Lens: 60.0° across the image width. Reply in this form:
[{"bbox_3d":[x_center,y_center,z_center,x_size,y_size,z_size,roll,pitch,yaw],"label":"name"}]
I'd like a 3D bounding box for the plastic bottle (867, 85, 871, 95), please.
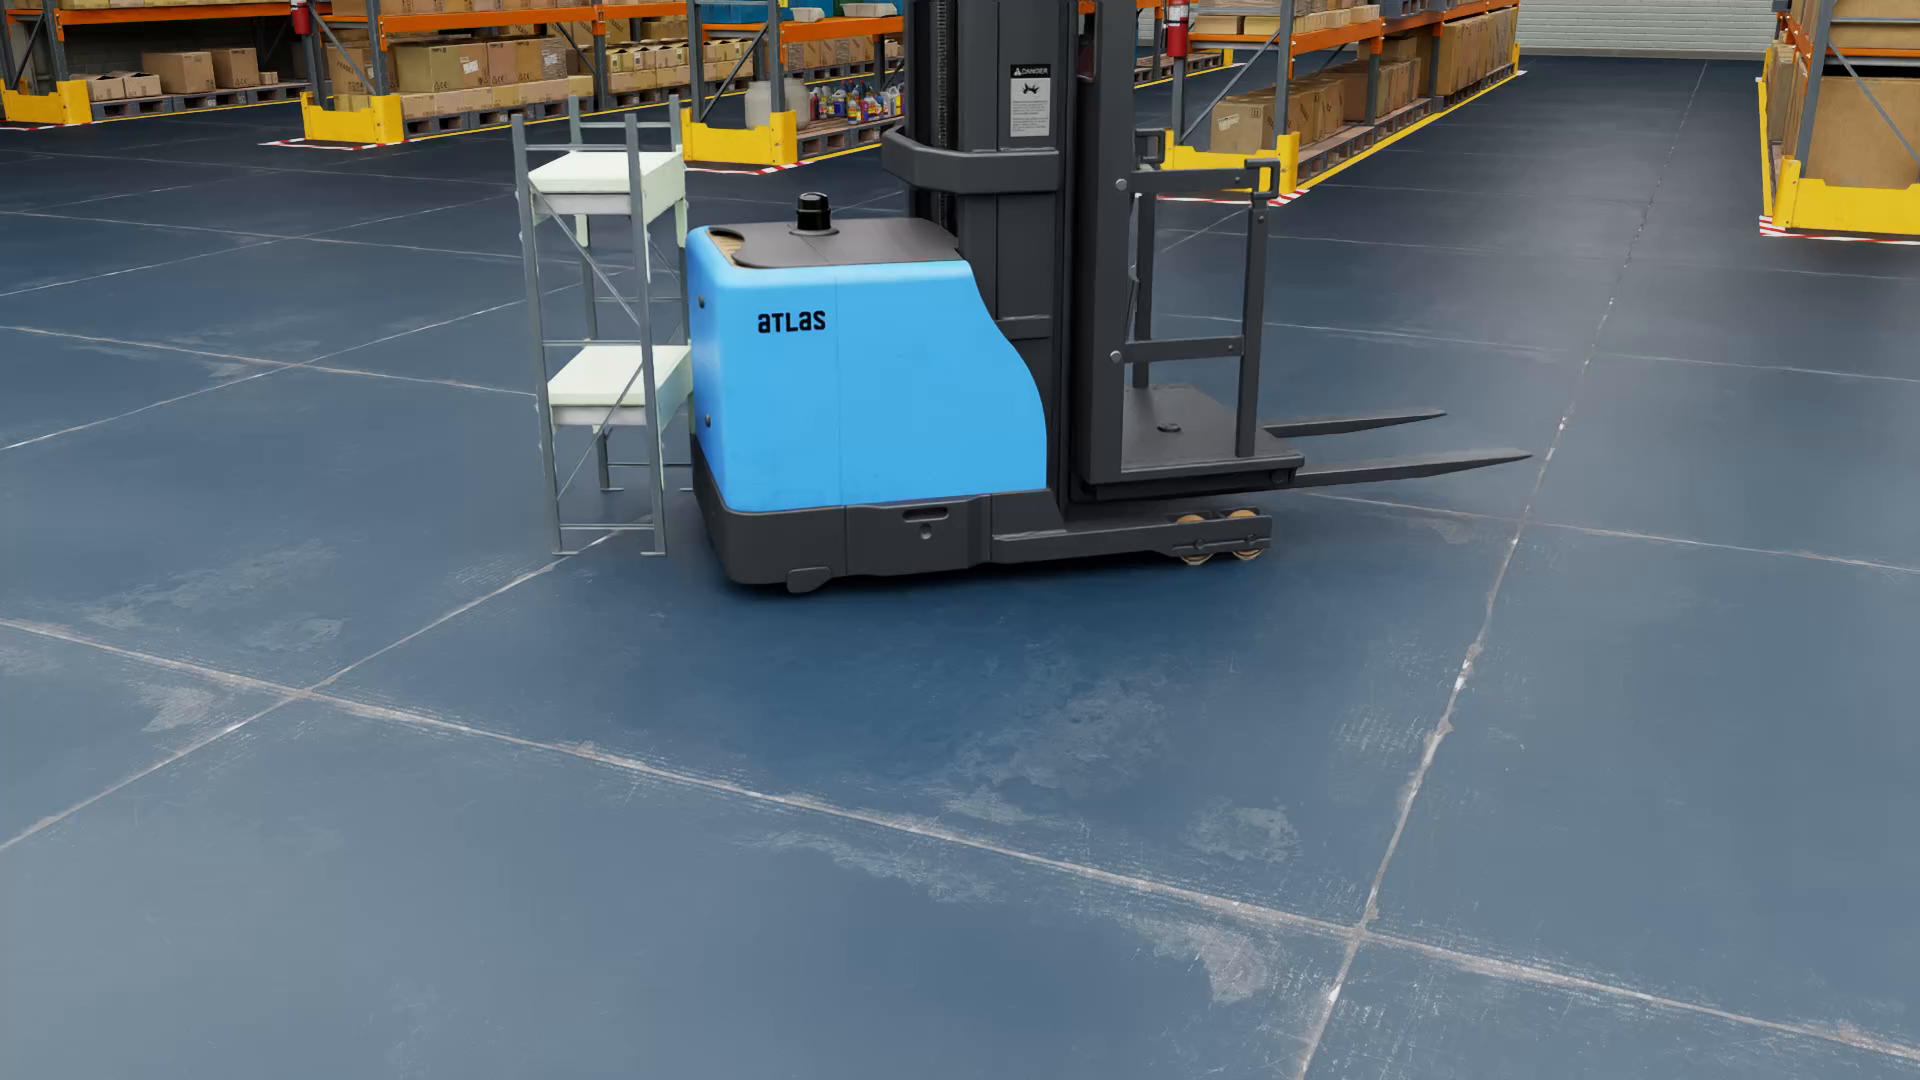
[{"bbox_3d":[-1.088,-5.173,19.434,0.061,0.283,0.133,9,21,23],"label":"plastic bottle"}]

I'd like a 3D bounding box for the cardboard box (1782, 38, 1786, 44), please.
[{"bbox_3d":[10.330,-6.005,20.363,0.500,0.250,0.500,9,21,23],"label":"cardboard box"}]

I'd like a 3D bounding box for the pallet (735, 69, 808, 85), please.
[{"bbox_3d":[-3.087,-7.212,25.933,1.003,0.211,1.213,9,21,23],"label":"pallet"}]

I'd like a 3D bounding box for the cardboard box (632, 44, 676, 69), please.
[{"bbox_3d":[-4.248,-6.650,22.830,0.500,0.311,0.500,8,21,21],"label":"cardboard box"}]

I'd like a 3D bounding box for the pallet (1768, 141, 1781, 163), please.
[{"bbox_3d":[8.702,-3.941,16.734,1.003,0.211,1.213,9,21,23],"label":"pallet"}]

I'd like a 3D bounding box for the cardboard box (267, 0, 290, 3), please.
[{"bbox_3d":[-9.503,-7.511,22.806,0.500,0.250,0.500,9,21,23],"label":"cardboard box"}]

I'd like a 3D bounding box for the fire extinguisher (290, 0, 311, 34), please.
[{"bbox_3d":[-7.175,-5.849,18.053,0.296,0.674,0.183,9,21,23],"label":"fire extinguisher"}]

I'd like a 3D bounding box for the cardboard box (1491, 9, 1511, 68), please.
[{"bbox_3d":[8.323,-8.100,26.813,0.875,0.875,0.875,9,21,23],"label":"cardboard box"}]

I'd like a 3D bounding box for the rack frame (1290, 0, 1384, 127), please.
[{"bbox_3d":[3.971,-5.720,17.575,1.000,3.000,0.127,9,21,23],"label":"rack frame"}]

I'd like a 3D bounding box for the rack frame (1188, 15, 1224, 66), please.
[{"bbox_3d":[4.366,-10.068,29.801,1.000,3.000,0.127,9,21,23],"label":"rack frame"}]

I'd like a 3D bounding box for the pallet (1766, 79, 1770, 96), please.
[{"bbox_3d":[11.973,-6.350,23.510,1.003,0.211,1.213,9,21,23],"label":"pallet"}]

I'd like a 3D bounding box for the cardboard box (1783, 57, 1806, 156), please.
[{"bbox_3d":[7.768,-3.746,14.571,0.875,0.875,0.875,9,21,23],"label":"cardboard box"}]

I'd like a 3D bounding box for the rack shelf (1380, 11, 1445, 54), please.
[{"bbox_3d":[4.790,-5.992,19.415,1.077,0.370,4.000,9,21,23],"label":"rack shelf"}]

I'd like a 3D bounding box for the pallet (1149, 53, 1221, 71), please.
[{"bbox_3d":[3.993,-8.507,29.575,1.003,0.211,1.213,9,21,23],"label":"pallet"}]

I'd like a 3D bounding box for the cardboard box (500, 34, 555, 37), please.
[{"bbox_3d":[-5.541,-6.237,21.388,0.500,0.500,0.500,9,21,23],"label":"cardboard box"}]

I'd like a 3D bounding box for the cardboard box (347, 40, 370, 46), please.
[{"bbox_3d":[-9.134,-7.180,24.756,0.700,0.500,0.500,8,21,22],"label":"cardboard box"}]

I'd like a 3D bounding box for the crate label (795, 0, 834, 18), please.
[{"bbox_3d":[-1.679,-5.793,17.729,0.502,0.435,0.616,9,21,23],"label":"crate label"}]

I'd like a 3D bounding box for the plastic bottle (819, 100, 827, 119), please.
[{"bbox_3d":[-1.527,-4.791,18.484,0.097,0.201,0.097,0,20,0],"label":"plastic bottle"}]

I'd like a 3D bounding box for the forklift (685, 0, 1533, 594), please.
[{"bbox_3d":[0.589,-1.463,5.710,3.031,2.935,1.130,-5,20,-14],"label":"forklift"}]

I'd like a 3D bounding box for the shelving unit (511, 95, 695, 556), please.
[{"bbox_3d":[-1.221,-0.777,5.912,0.431,1.500,0.755,0,20,2],"label":"shelving unit"}]

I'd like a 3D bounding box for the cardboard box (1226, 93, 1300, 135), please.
[{"bbox_3d":[2.818,-3.893,15.543,0.500,0.500,0.500,15,25,37],"label":"cardboard box"}]

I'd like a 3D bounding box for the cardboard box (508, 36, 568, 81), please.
[{"bbox_3d":[-5.271,-6.013,20.757,0.500,0.500,0.500,9,21,23],"label":"cardboard box"}]

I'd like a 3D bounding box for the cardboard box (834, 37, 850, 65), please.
[{"bbox_3d":[-2.145,-8.062,27.235,0.500,0.500,0.500,9,21,23],"label":"cardboard box"}]

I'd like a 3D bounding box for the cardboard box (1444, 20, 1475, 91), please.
[{"bbox_3d":[6.283,-6.619,22.648,1.225,0.875,0.875,9,21,23],"label":"cardboard box"}]

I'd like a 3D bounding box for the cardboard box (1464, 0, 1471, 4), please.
[{"bbox_3d":[6.679,-7.568,22.625,0.500,0.500,0.500,9,21,23],"label":"cardboard box"}]

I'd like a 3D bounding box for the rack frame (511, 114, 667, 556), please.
[{"bbox_3d":[-1.231,-0.655,5.567,0.400,1.500,0.023,0,20,2],"label":"rack frame"}]

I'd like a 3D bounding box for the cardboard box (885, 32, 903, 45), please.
[{"bbox_3d":[-1.024,-9.132,30.239,0.797,0.503,0.637,9,21,23],"label":"cardboard box"}]

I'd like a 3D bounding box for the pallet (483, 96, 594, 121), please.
[{"bbox_3d":[-5.429,-5.529,21.200,1.003,0.211,1.213,9,21,23],"label":"pallet"}]

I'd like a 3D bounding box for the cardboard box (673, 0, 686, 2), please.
[{"bbox_3d":[-4.099,-7.835,23.374,0.500,0.500,0.500,7,21,20],"label":"cardboard box"}]

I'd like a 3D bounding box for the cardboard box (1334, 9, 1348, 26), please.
[{"bbox_3d":[3.524,-5.039,16.036,0.380,0.149,0.250,9,21,23],"label":"cardboard box"}]

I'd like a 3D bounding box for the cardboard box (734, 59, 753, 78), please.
[{"bbox_3d":[-3.420,-7.011,24.683,0.500,0.250,0.500,9,22,24],"label":"cardboard box"}]

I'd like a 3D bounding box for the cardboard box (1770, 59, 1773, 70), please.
[{"bbox_3d":[11.763,-6.757,23.677,0.380,0.149,0.250,8,21,21],"label":"cardboard box"}]

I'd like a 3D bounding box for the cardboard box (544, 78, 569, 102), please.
[{"bbox_3d":[-5.269,-5.659,20.882,0.500,0.250,0.500,9,21,23],"label":"cardboard box"}]

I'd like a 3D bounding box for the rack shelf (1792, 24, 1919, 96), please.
[{"bbox_3d":[7.636,-4.058,13.976,1.077,0.370,4.000,9,21,23],"label":"rack shelf"}]

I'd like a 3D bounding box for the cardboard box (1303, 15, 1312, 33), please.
[{"bbox_3d":[2.903,-4.581,14.749,0.380,0.149,0.250,9,21,23],"label":"cardboard box"}]

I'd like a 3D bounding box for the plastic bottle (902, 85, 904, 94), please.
[{"bbox_3d":[-0.627,-5.063,19.027,0.144,0.351,0.185,7,21,20],"label":"plastic bottle"}]

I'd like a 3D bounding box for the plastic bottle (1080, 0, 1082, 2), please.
[{"bbox_3d":[1.675,-7.678,23.378,0.097,0.201,0.097,0,20,0],"label":"plastic bottle"}]

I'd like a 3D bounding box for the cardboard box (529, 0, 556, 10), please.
[{"bbox_3d":[-5.451,-6.829,20.544,0.700,0.500,0.500,8,21,22],"label":"cardboard box"}]

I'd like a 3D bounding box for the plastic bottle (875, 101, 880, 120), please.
[{"bbox_3d":[-0.937,-4.743,18.347,0.097,0.201,0.097,0,20,0],"label":"plastic bottle"}]

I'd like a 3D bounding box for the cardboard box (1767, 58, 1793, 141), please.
[{"bbox_3d":[8.627,-4.348,16.450,1.050,0.750,0.750,8,21,22],"label":"cardboard box"}]

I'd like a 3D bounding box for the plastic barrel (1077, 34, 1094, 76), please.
[{"bbox_3d":[1.738,-7.181,24.656,0.600,0.588,0.708,9,21,23],"label":"plastic barrel"}]

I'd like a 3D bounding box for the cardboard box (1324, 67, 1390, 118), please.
[{"bbox_3d":[4.455,-5.077,18.843,0.700,0.500,0.500,8,21,22],"label":"cardboard box"}]

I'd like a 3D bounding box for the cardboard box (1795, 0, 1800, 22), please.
[{"bbox_3d":[8.632,-5.406,16.544,0.500,0.500,0.500,8,21,22],"label":"cardboard box"}]

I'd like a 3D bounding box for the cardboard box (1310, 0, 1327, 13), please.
[{"bbox_3d":[2.923,-5.165,15.422,0.875,0.500,0.500,9,21,23],"label":"cardboard box"}]

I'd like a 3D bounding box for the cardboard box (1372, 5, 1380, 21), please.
[{"bbox_3d":[4.151,-5.495,17.319,0.380,0.149,0.250,9,21,23],"label":"cardboard box"}]

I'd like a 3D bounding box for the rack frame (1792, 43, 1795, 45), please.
[{"bbox_3d":[10.093,-6.231,19.013,1.000,3.000,0.127,9,21,23],"label":"rack frame"}]

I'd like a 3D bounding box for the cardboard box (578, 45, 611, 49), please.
[{"bbox_3d":[-4.953,-6.570,22.605,0.500,0.311,0.500,9,22,24],"label":"cardboard box"}]

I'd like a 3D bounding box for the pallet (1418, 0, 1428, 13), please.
[{"bbox_3d":[4.836,-6.241,19.328,1.003,0.211,1.213,9,21,23],"label":"pallet"}]

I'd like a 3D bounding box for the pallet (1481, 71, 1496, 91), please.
[{"bbox_3d":[7.630,-7.073,25.543,1.003,0.211,1.213,9,21,23],"label":"pallet"}]

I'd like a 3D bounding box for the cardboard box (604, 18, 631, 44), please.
[{"bbox_3d":[-6.457,-9.173,29.866,0.750,0.750,0.750,9,21,23],"label":"cardboard box"}]

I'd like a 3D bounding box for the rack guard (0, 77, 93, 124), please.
[{"bbox_3d":[-11.193,-5.381,20.355,1.175,0.500,0.348,9,21,23],"label":"rack guard"}]

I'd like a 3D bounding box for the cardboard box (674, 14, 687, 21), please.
[{"bbox_3d":[-5.390,-9.984,31.701,0.380,0.149,0.250,8,21,21],"label":"cardboard box"}]

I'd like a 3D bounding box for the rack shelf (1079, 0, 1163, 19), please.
[{"bbox_3d":[1.909,-7.895,24.764,1.077,0.370,4.000,9,21,23],"label":"rack shelf"}]

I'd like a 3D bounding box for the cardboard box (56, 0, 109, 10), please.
[{"bbox_3d":[-10.734,-6.580,20.189,0.500,0.250,0.500,8,21,21],"label":"cardboard box"}]

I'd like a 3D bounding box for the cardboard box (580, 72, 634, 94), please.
[{"bbox_3d":[-4.674,-6.072,22.042,0.500,0.250,0.500,8,21,21],"label":"cardboard box"}]

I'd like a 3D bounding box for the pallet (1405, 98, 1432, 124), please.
[{"bbox_3d":[5.288,-5.390,20.810,1.003,0.211,1.213,9,21,23],"label":"pallet"}]

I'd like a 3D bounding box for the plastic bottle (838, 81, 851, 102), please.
[{"bbox_3d":[-1.334,-5.111,19.161,0.144,0.351,0.185,8,21,20],"label":"plastic bottle"}]
